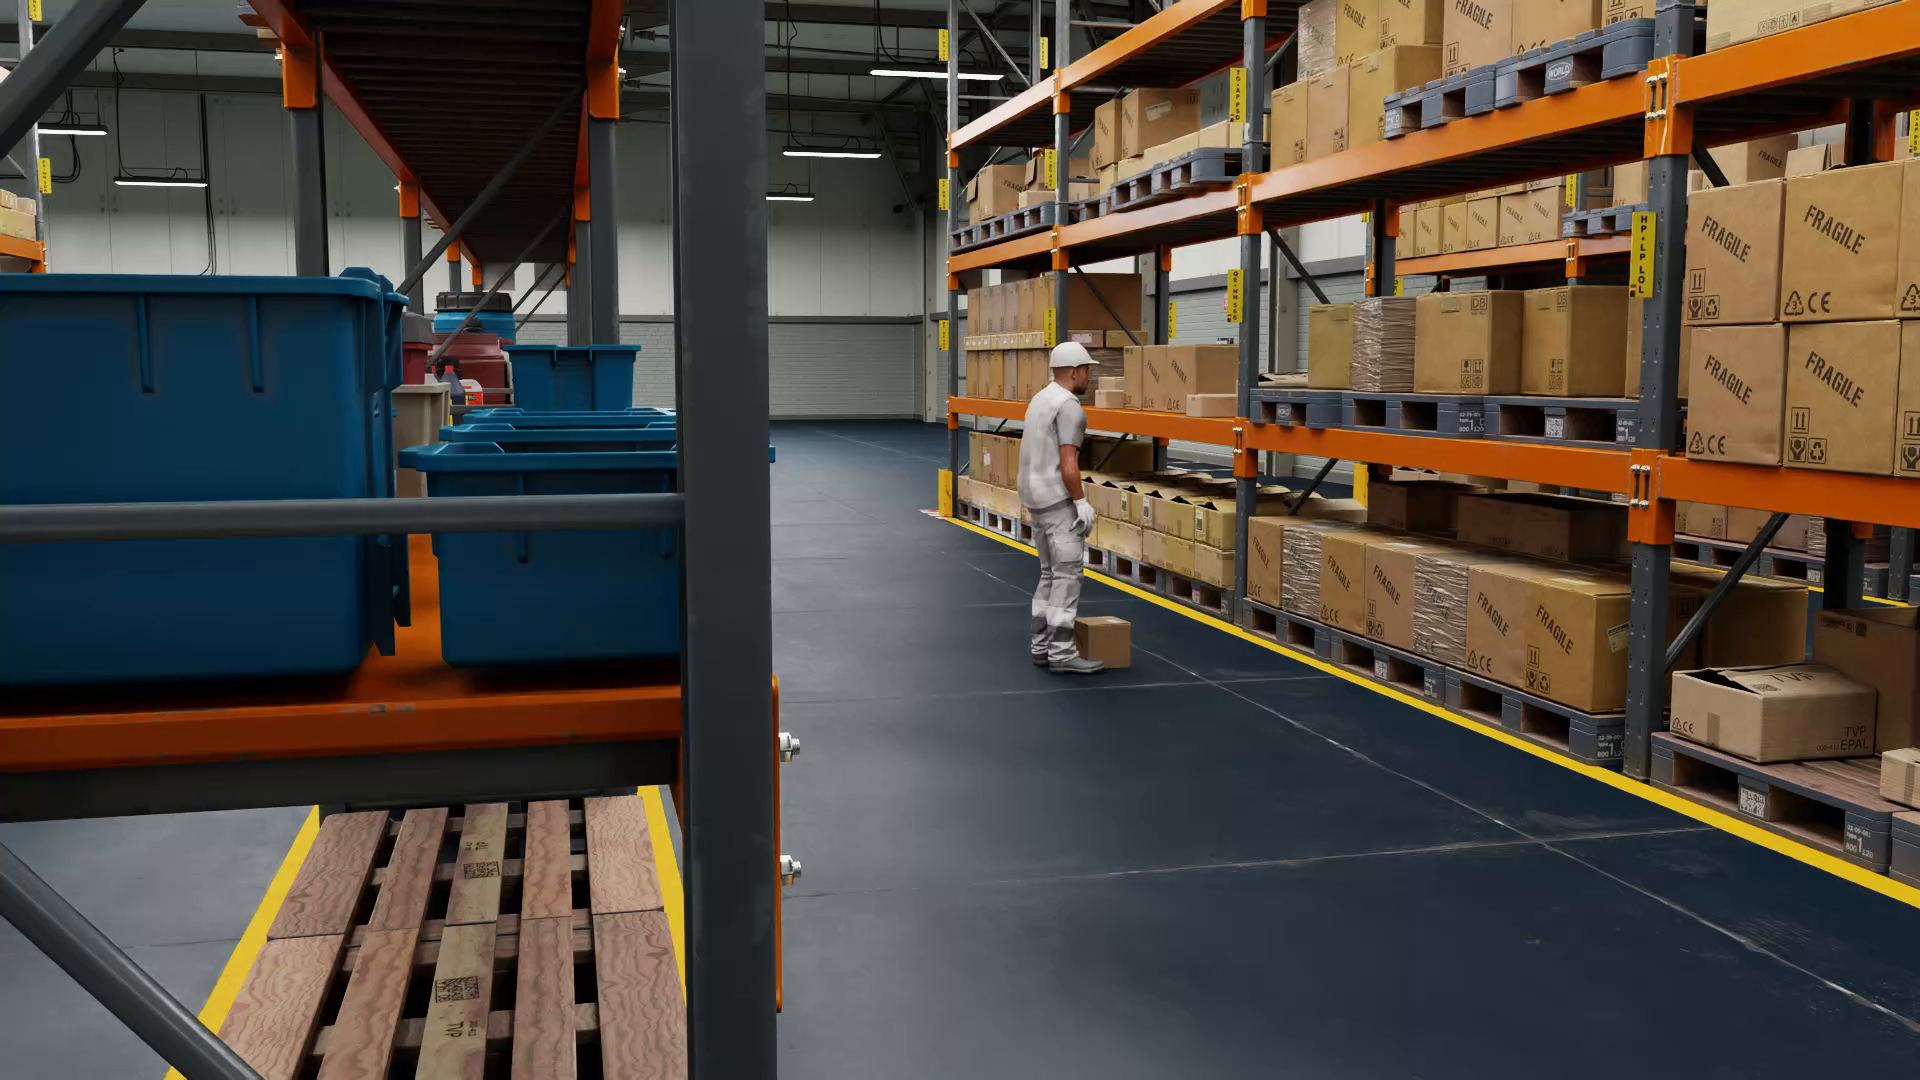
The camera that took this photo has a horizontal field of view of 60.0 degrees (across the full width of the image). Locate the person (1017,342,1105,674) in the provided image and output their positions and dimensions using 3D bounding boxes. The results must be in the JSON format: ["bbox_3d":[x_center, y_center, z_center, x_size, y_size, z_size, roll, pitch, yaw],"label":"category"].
[{"bbox_3d":[0.553,-0.187,9.084,0.445,1.781,0.622,-2,6,-16],"label":"person"}]
